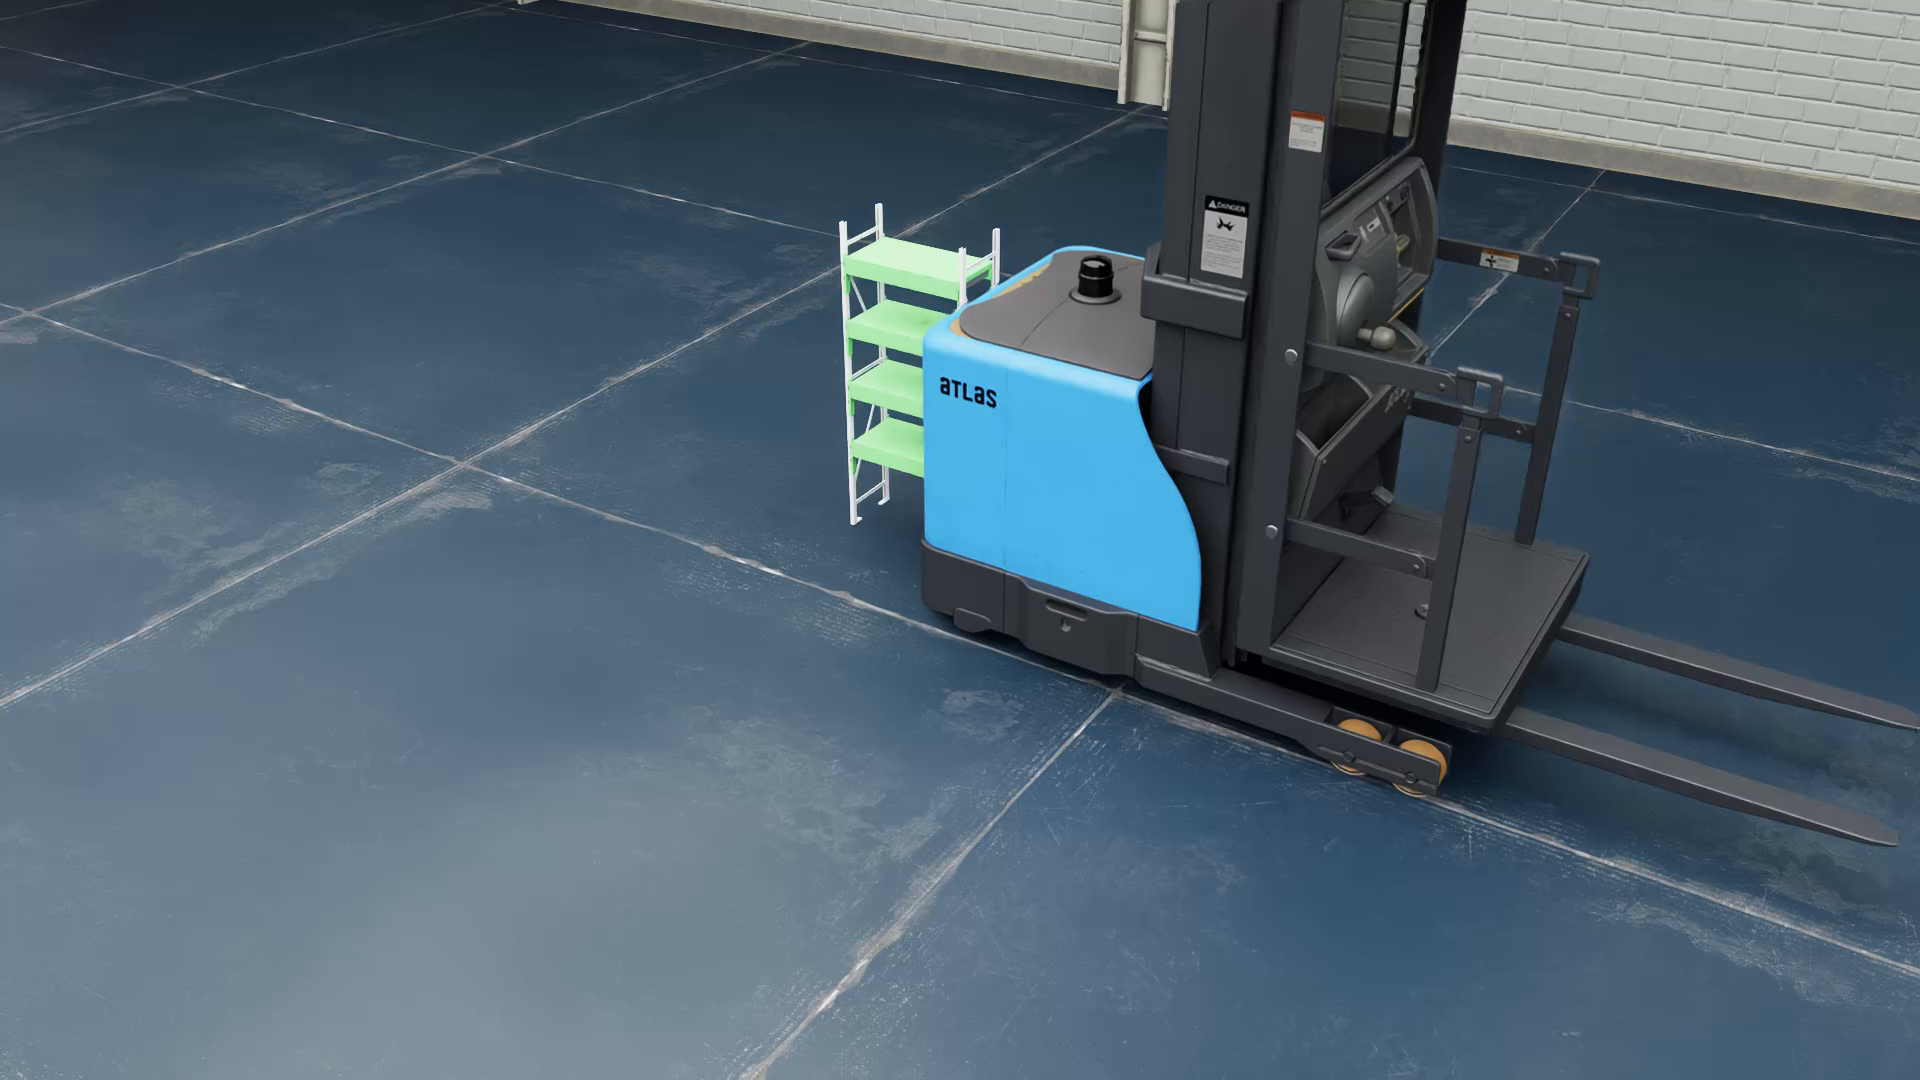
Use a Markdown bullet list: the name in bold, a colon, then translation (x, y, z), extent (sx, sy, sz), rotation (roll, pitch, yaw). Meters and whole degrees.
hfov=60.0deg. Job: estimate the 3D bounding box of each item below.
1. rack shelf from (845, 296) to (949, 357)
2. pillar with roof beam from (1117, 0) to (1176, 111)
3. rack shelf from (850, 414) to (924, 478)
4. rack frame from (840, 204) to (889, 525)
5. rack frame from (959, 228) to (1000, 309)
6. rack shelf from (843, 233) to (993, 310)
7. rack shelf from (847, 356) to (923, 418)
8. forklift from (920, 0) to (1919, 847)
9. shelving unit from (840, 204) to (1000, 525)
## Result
- **rack shelf**: translation (-0.140, -0.715, 5.935), extent (0.480, 0.148, 0.258), rotation (18, 35, 27)
- **pillar with roof beam**: translation (-0.965, -5.055, 5.985), extent (0.400, 9.000, 9.100), rotation (18, 35, 27)
- **rack shelf**: translation (-0.140, -0.300, 6.177), extent (0.480, 0.148, 0.258), rotation (18, 35, 27)
- **rack frame**: translation (-0.347, -0.628, 6.136), extent (0.015, 1.200, 0.240), rotation (18, 35, 27)
- **rack frame**: translation (0.066, -0.497, 5.912), extent (0.015, 1.200, 0.240), rotation (18, 35, 27)
- **rack shelf**: translation (-0.140, -0.922, 5.814), extent (0.480, 0.148, 0.258), rotation (18, 35, 27)
- **rack shelf**: translation (-0.140, -0.507, 6.056), extent (0.480, 0.148, 0.258), rotation (18, 35, 27)
- **forklift**: translation (1.385, -0.809, 4.728), extent (3.031, 2.935, 1.130), rotation (18, 35, 27)
- **shelving unit**: translation (-0.140, -0.563, 6.024), extent (0.503, 1.200, 0.258), rotation (18, 35, 27)
